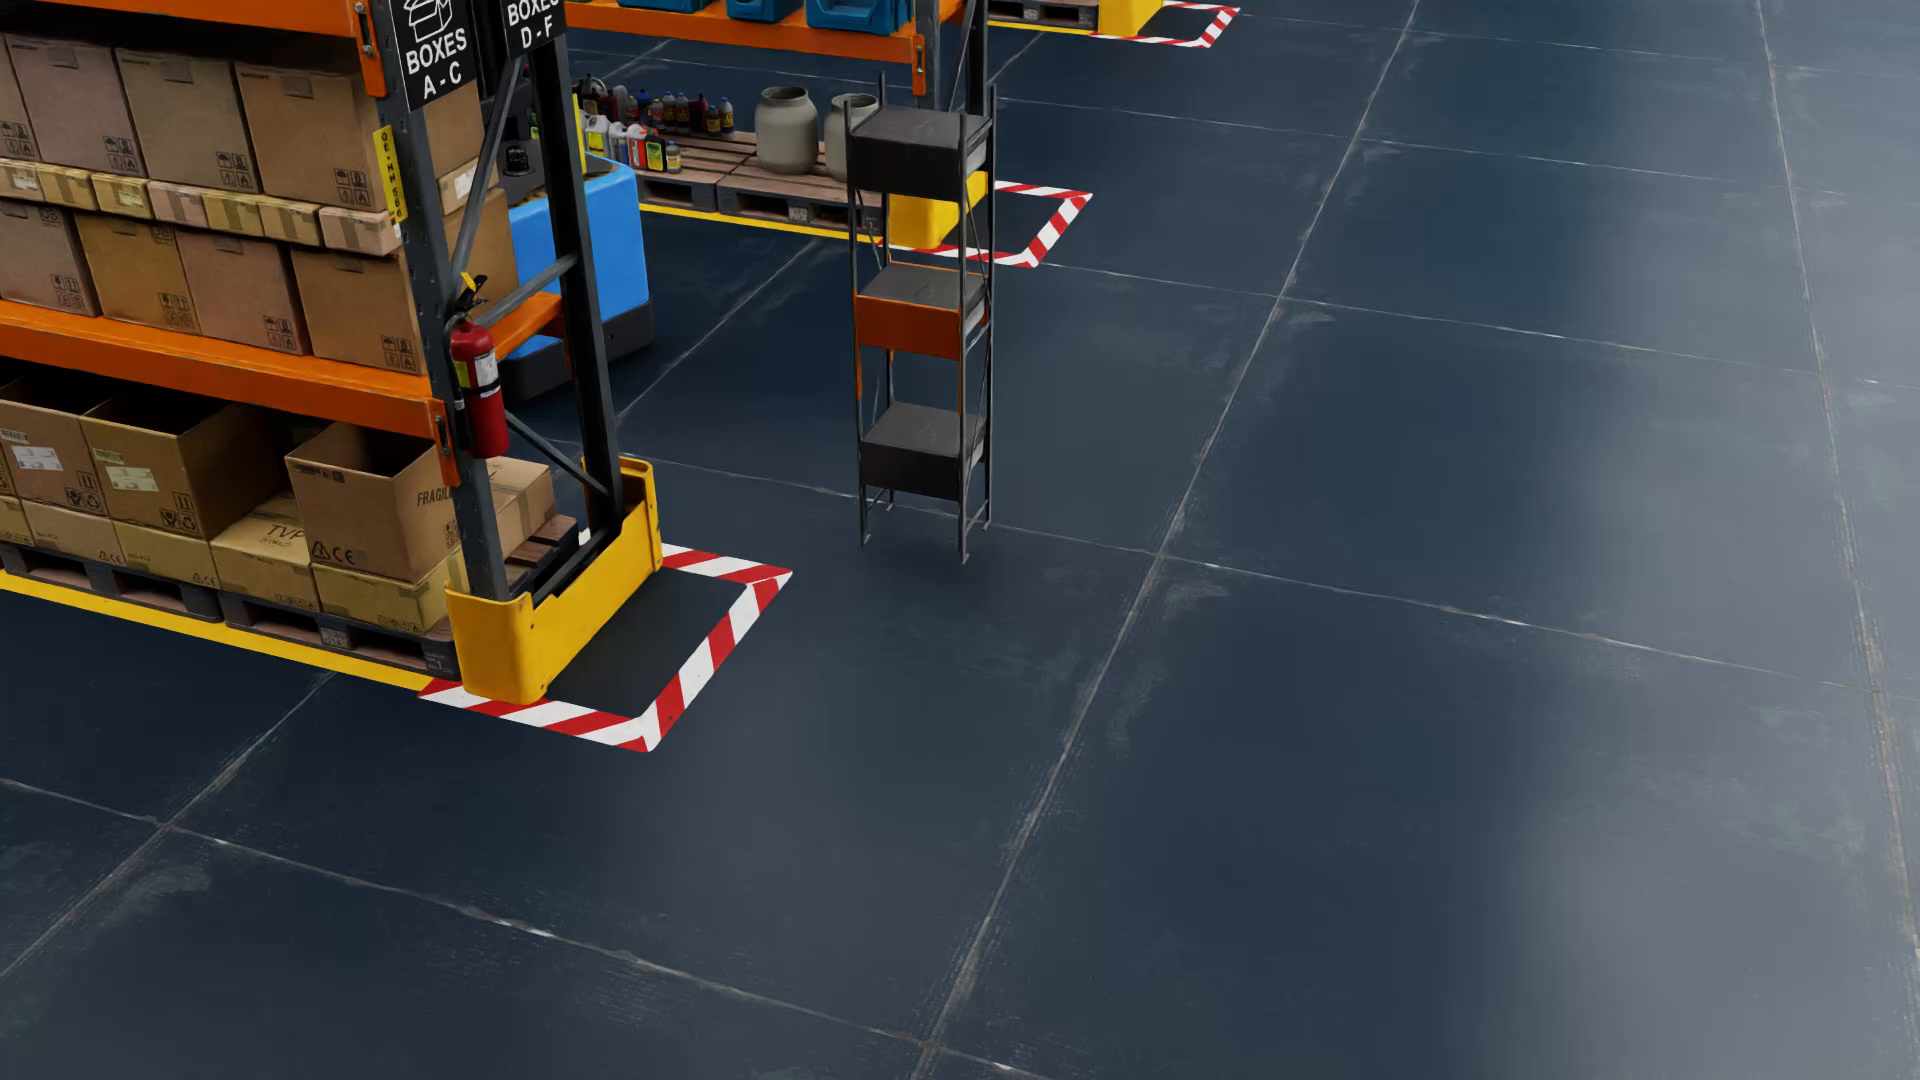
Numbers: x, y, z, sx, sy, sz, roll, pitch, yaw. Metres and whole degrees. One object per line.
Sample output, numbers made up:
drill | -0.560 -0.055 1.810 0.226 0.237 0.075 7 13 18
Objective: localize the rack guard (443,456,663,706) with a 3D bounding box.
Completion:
rack guard | -1.695 0.139 7.074 0.348 0.500 1.175 11 34 16

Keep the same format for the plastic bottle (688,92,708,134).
plastic bottle | -1.852 -3.029 11.775 0.133 0.283 0.061 12 35 17

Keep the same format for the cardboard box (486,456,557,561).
cardboard box | -2.148 -0.148 7.362 0.500 0.250 0.500 11 34 16

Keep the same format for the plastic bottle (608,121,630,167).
plastic bottle | -2.279 -2.682 11.244 0.135 0.276 0.152 10 34 15

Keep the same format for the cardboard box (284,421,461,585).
cardboard box | -2.323 -0.198 6.748 0.500 0.500 0.500 11 34 16

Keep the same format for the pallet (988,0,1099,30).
pallet | 0.803 -4.982 15.272 1.213 0.211 1.003 11 34 16

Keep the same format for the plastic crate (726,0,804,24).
plastic crate | -1.225 -3.442 10.453 0.408 0.251 0.499 11 34 16

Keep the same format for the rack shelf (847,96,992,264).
rack shelf | -0.156 -1.489 6.855 0.480 0.518 0.431 11 34 16

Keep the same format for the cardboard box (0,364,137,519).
cardboard box | -3.740 -0.466 7.162 0.500 0.500 0.500 11 34 16

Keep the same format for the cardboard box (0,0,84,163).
cardboard box | -3.646 -1.881 6.610 0.500 0.500 0.700 11 34 17

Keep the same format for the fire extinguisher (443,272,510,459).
fire extinguisher | -1.763 -0.624 6.022 0.183 0.674 0.296 11 34 16

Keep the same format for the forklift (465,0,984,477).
forklift | -2.141 -2.160 8.393 5.695 2.935 1.130 23 40 32

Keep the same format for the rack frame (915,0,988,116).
rack frame | -0.043 -3.444 10.319 0.127 3.000 1.000 11 34 16

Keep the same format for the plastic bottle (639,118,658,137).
plastic bottle | -2.113 -2.714 11.287 0.133 0.283 0.061 11 34 16

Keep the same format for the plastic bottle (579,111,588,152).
plastic bottle | -2.611 -2.776 11.321 0.185 0.351 0.144 11 34 16

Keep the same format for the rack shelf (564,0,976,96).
rack shelf | -1.926 -3.508 11.081 4.000 0.370 1.077 11 34 16

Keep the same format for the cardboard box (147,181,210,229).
cardboard box | -2.866 -1.344 6.375 0.250 0.149 0.380 11 35 17

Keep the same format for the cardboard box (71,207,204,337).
cardboard box | -3.115 -1.237 6.808 0.500 0.500 0.700 11 35 17

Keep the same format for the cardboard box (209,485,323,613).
cardboard box | -2.797 0.031 7.085 0.500 0.250 0.500 11 34 16

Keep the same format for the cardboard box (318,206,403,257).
cardboard box | -2.142 -1.203 6.157 0.250 0.149 0.380 10 34 16

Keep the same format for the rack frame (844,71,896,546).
rack frame | -0.386 -0.957 7.297 0.015 2.100 0.400 11 34 16

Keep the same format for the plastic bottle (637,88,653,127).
plastic bottle | -2.253 -3.092 11.883 0.097 0.271 0.097 0 33 0

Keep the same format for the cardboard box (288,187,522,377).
cardboard box | -2.153 -1.049 6.518 0.500 0.500 0.700 11 34 16

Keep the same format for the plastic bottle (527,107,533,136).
plastic bottle | -3.011 -2.854 11.441 0.185 0.351 0.144 10 34 14

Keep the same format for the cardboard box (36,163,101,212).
cardboard box | -3.361 -1.439 6.523 0.250 0.149 0.380 12 35 18

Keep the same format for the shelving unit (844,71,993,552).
shelving unit | -0.158 -0.913 7.228 0.499 2.100 0.431 11 34 16

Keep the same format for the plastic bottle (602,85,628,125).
plastic bottle | -2.469 -3.120 11.922 0.135 0.276 0.152 12 35 17

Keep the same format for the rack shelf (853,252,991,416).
rack shelf | -0.156 -0.901 7.235 0.480 0.518 0.431 11 34 16

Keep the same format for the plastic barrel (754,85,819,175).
plastic barrel | -1.161 -2.748 11.148 0.421 0.512 0.421 0 33 0

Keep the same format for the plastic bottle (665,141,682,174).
plastic bottle | -1.920 -2.565 11.132 0.097 0.201 0.097 0 33 0

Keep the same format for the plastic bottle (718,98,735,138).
plastic bottle | -1.645 -2.973 11.700 0.097 0.271 0.097 0 33 0

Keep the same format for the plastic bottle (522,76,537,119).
plastic bottle | -3.154 -3.204 11.983 0.185 0.351 0.144 11 34 16

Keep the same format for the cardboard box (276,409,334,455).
cardboard box | -2.619 -0.554 7.299 0.500 0.500 0.500 11 34 16

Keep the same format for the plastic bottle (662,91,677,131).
plastic bottle | -2.062 -3.054 11.825 0.097 0.271 0.097 0 33 0

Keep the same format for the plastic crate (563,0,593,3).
plastic crate | -2.626 -3.694 10.902 0.662 0.188 0.450 11 34 16

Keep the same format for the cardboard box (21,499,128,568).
cardboard box | -3.739 -0.152 7.368 0.500 0.250 0.500 11 34 16

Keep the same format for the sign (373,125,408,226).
sign | -1.914 -1.227 5.599 0.005 0.325 0.100 11 34 16

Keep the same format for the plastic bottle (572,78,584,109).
plastic bottle | -2.757 -3.205 12.048 0.133 0.283 0.061 13 35 20
